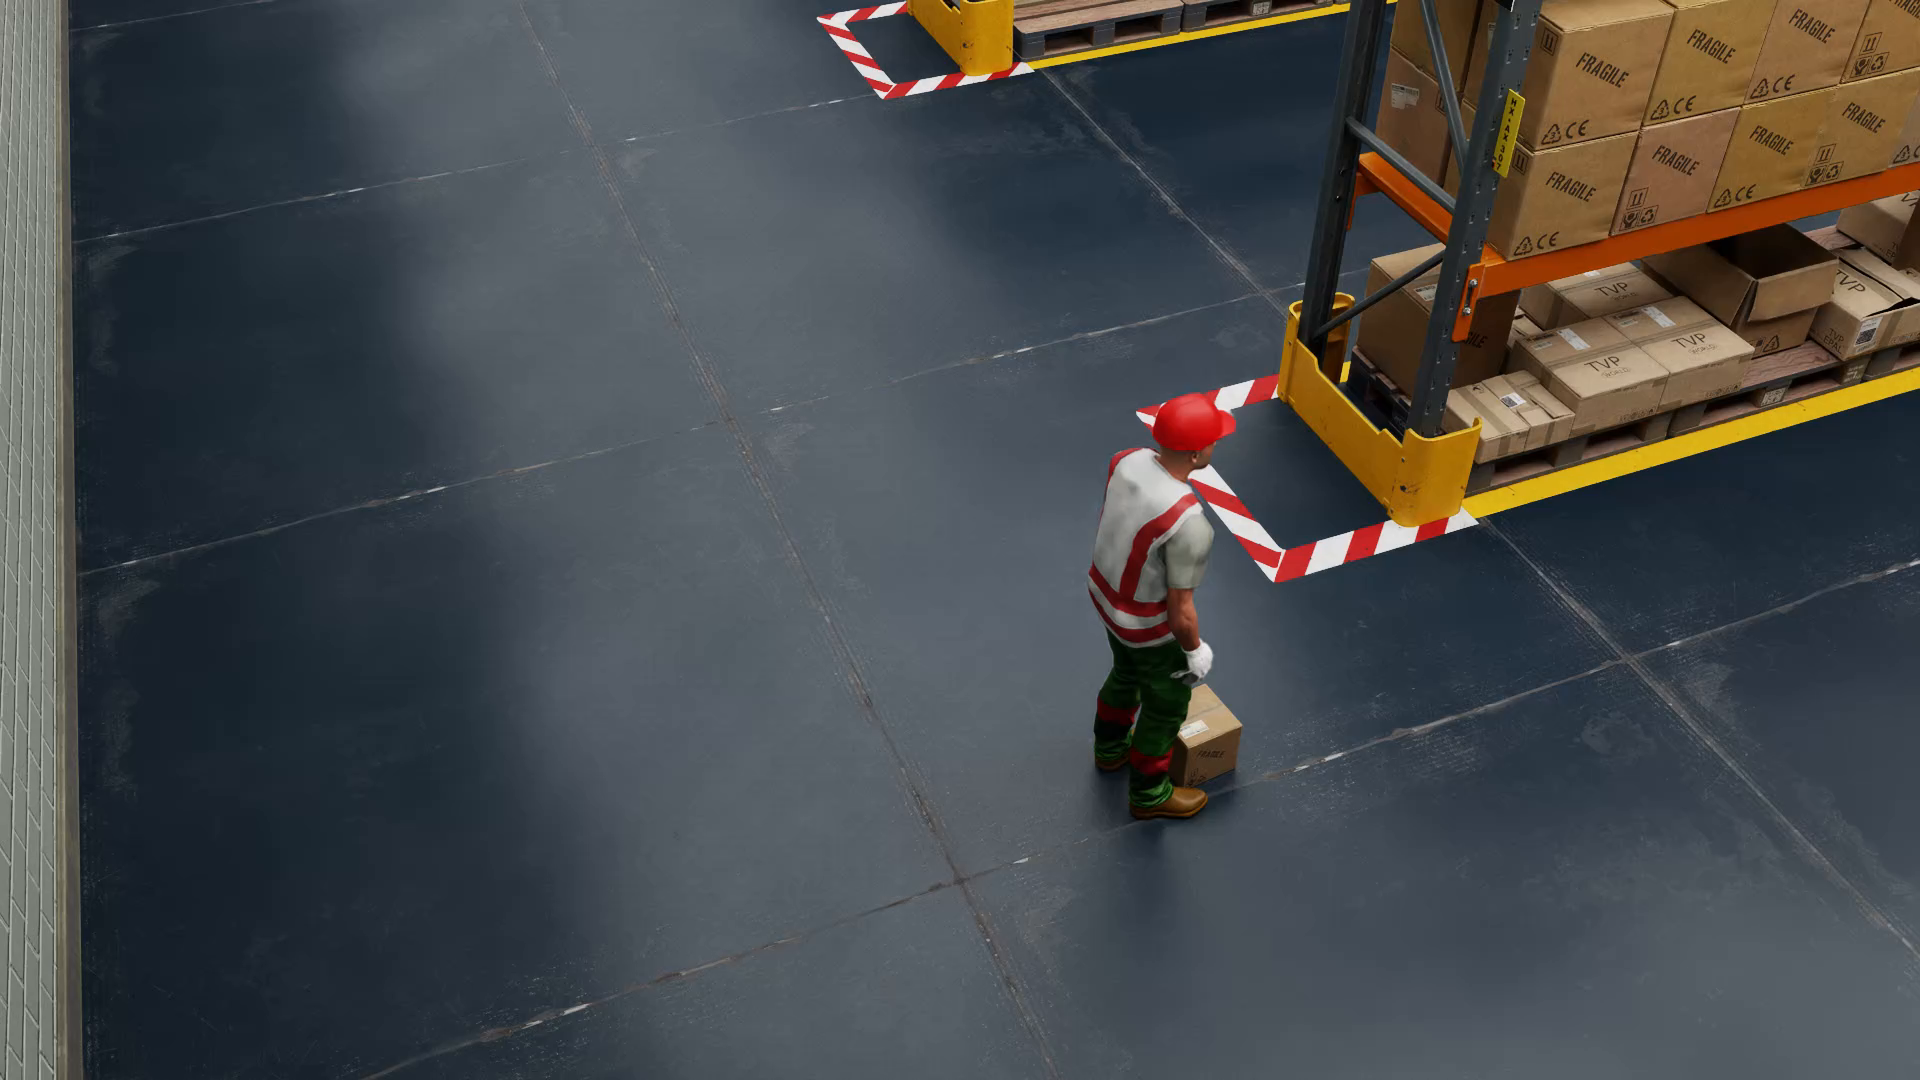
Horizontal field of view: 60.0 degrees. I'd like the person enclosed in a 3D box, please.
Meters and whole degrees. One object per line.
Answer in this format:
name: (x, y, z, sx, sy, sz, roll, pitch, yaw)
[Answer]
person: (0.692, 0.220, 5.853, 0.449, 1.722, 0.581, -15, 44, -17)
